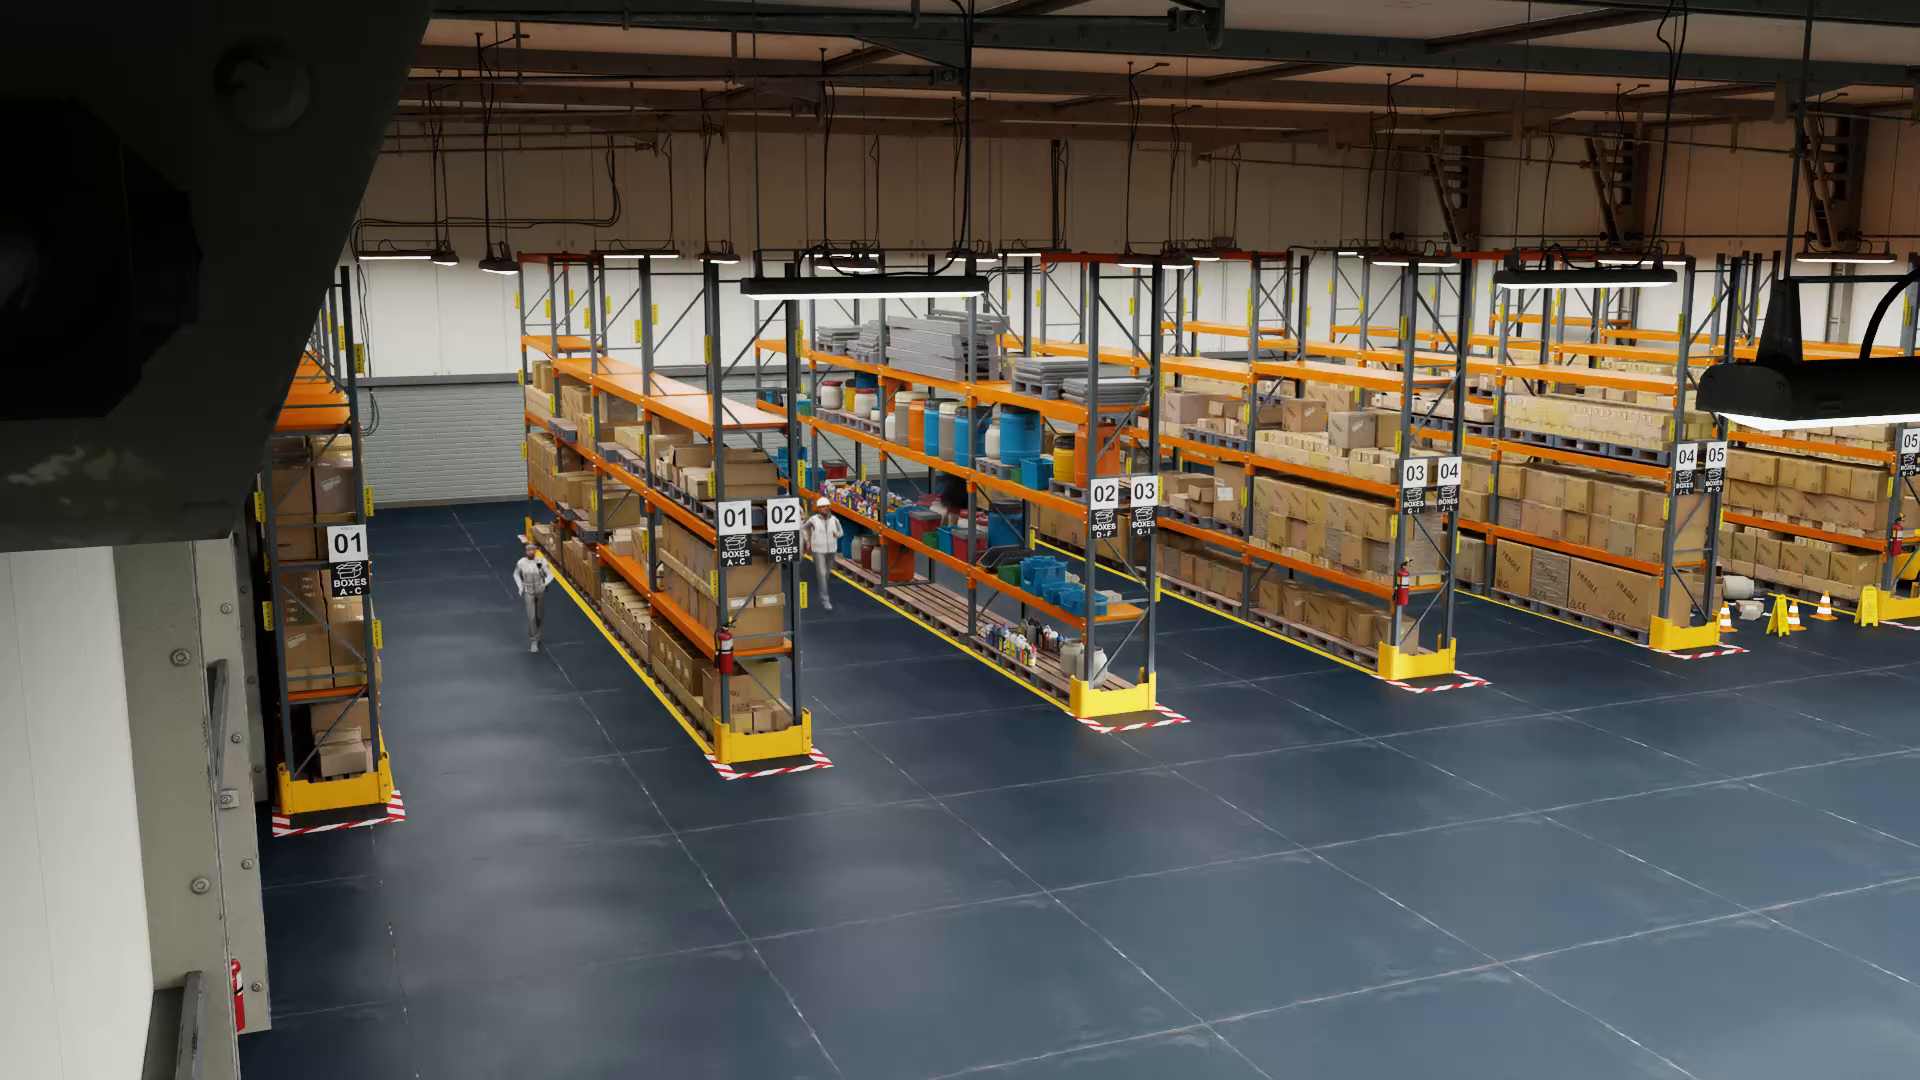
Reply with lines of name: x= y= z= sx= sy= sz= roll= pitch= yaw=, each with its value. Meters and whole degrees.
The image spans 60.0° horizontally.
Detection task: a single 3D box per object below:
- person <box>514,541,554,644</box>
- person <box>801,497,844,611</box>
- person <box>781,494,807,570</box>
person: x=-6.568 y=0.793 z=25.682 sx=0.608 sy=1.616 sz=0.450 roll=-3 pitch=11 yaw=-15
person: x=-2.224 y=0.196 z=27.288 sx=0.640 sy=1.795 sz=0.871 roll=-5 pitch=12 yaw=-26
person: x=-3.174 y=-0.082 z=31.061 sx=0.540 sy=1.631 sz=0.574 roll=-5 pitch=11 yaw=-25
